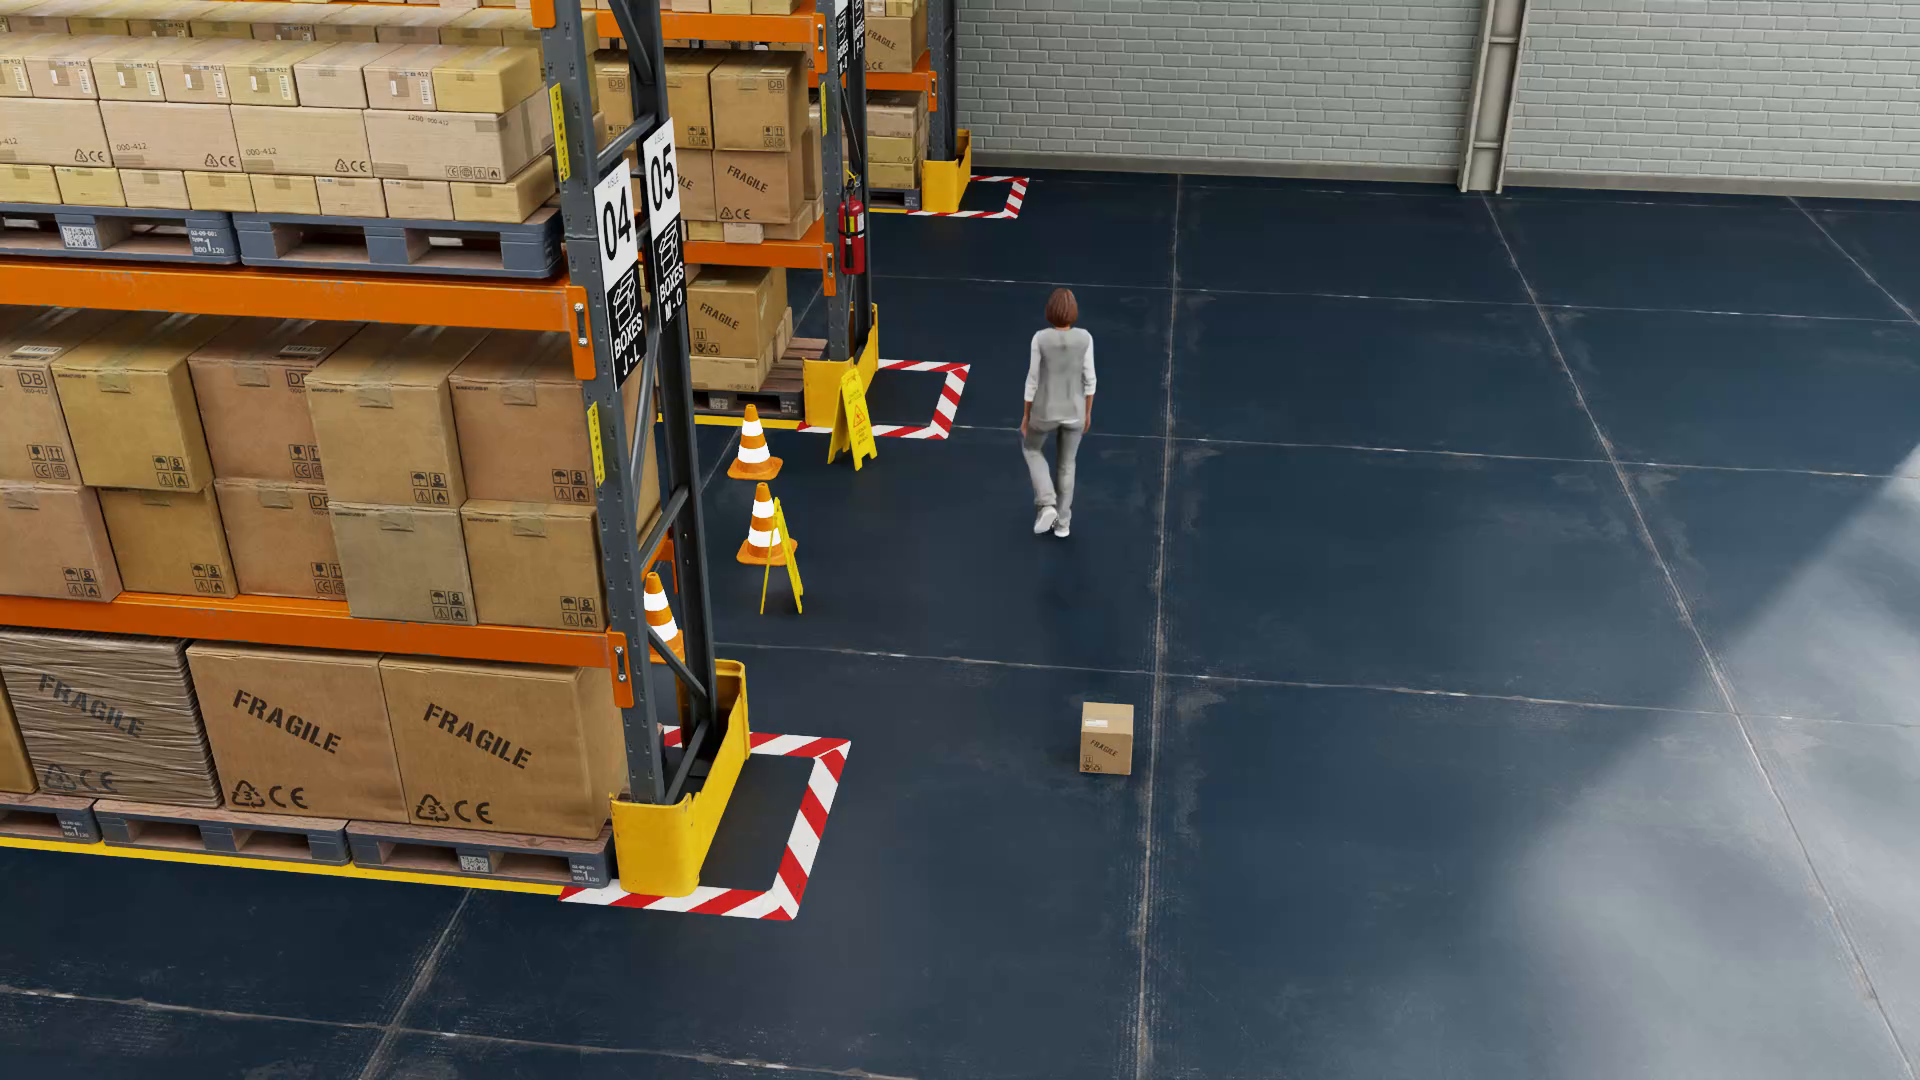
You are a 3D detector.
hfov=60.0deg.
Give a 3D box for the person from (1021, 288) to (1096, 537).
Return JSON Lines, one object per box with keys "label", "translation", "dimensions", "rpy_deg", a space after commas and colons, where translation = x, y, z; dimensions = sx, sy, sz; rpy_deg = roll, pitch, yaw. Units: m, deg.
{"label": "person", "translation": [0.582, -0.757, 9.953], "dimensions": [0.442, 1.596, 0.420], "rpy_deg": [-2, 29, -4]}
